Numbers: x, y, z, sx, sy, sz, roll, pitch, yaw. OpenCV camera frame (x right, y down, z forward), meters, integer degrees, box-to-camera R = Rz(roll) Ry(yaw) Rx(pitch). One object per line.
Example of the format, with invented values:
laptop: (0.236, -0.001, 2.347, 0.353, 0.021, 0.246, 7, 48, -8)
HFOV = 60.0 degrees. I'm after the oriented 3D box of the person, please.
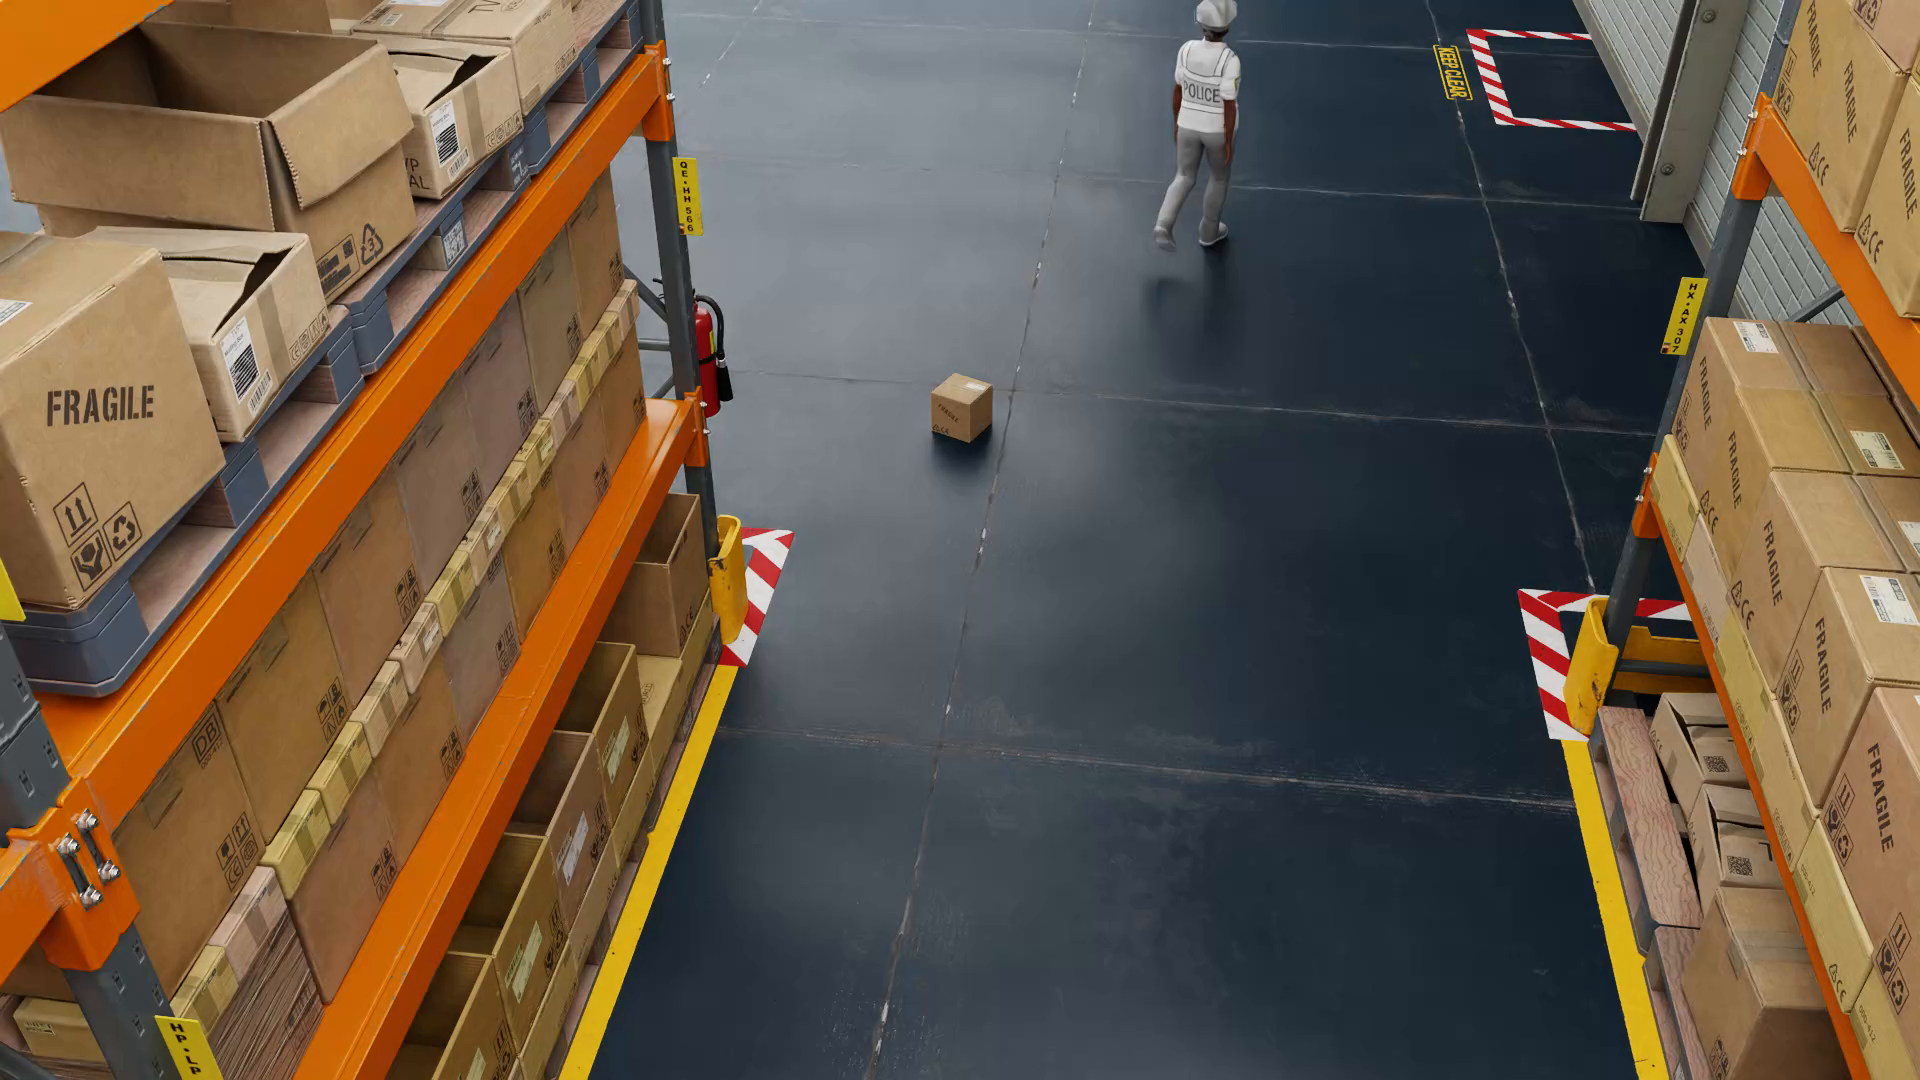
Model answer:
person: (1.525, -2.596, 10.517, 0.455, 1.667, 0.755, 20, 41, 25)
